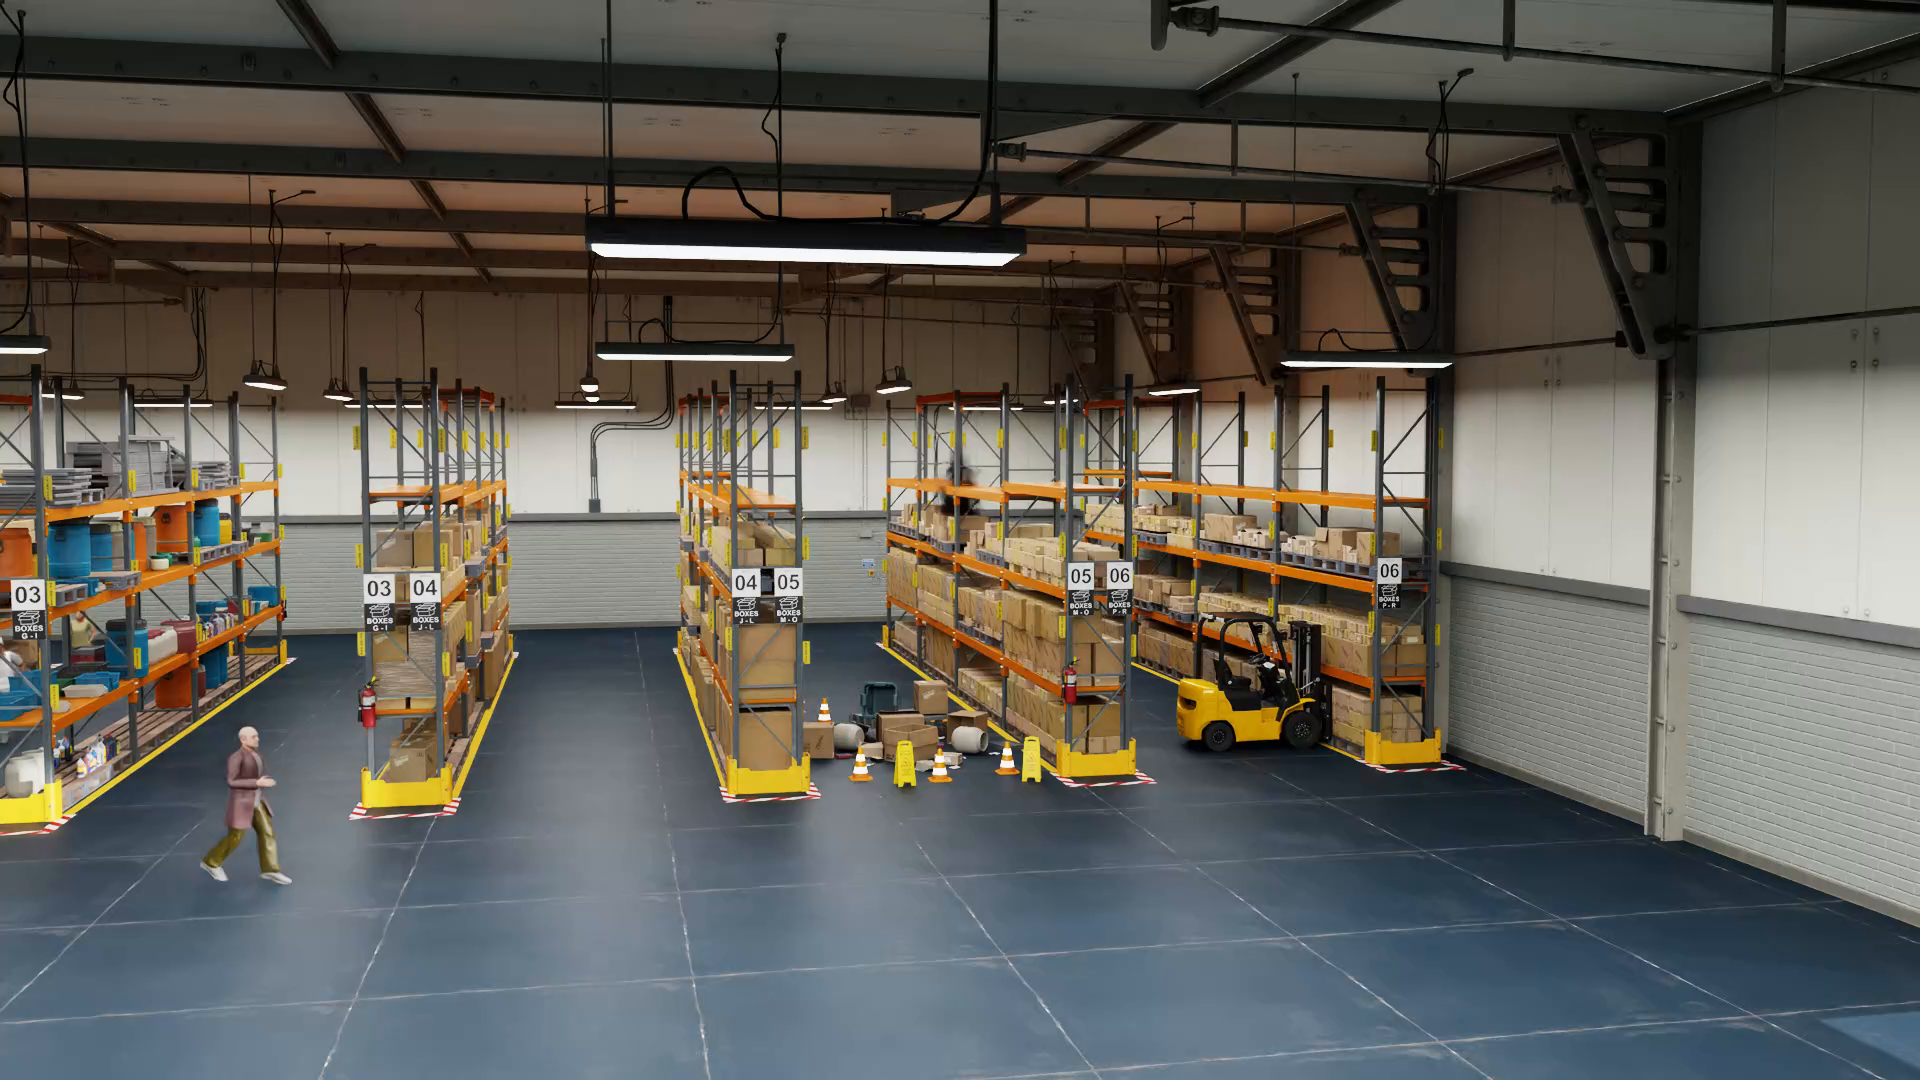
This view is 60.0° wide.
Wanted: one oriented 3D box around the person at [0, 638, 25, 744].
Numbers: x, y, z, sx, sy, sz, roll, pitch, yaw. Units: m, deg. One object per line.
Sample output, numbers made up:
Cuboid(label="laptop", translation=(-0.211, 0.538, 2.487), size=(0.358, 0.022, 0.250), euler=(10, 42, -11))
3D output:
Cuboid(label="person", translation=(-15.899, 2.485, 27.514), size=(0.682, 1.776, 0.666), euler=(-1, 4, -15))

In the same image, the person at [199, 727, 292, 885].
Cuboid(label="person", translation=(-8.055, 2.984, 18.695), size=(1.040, 1.790, 0.673), euler=(1, 3, 11))

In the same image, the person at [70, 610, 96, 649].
Cuboid(label="person", translation=(-17.983, 2.184, 34.005), size=(0.570, 1.612, 0.584), euler=(-2, 4, -24))
